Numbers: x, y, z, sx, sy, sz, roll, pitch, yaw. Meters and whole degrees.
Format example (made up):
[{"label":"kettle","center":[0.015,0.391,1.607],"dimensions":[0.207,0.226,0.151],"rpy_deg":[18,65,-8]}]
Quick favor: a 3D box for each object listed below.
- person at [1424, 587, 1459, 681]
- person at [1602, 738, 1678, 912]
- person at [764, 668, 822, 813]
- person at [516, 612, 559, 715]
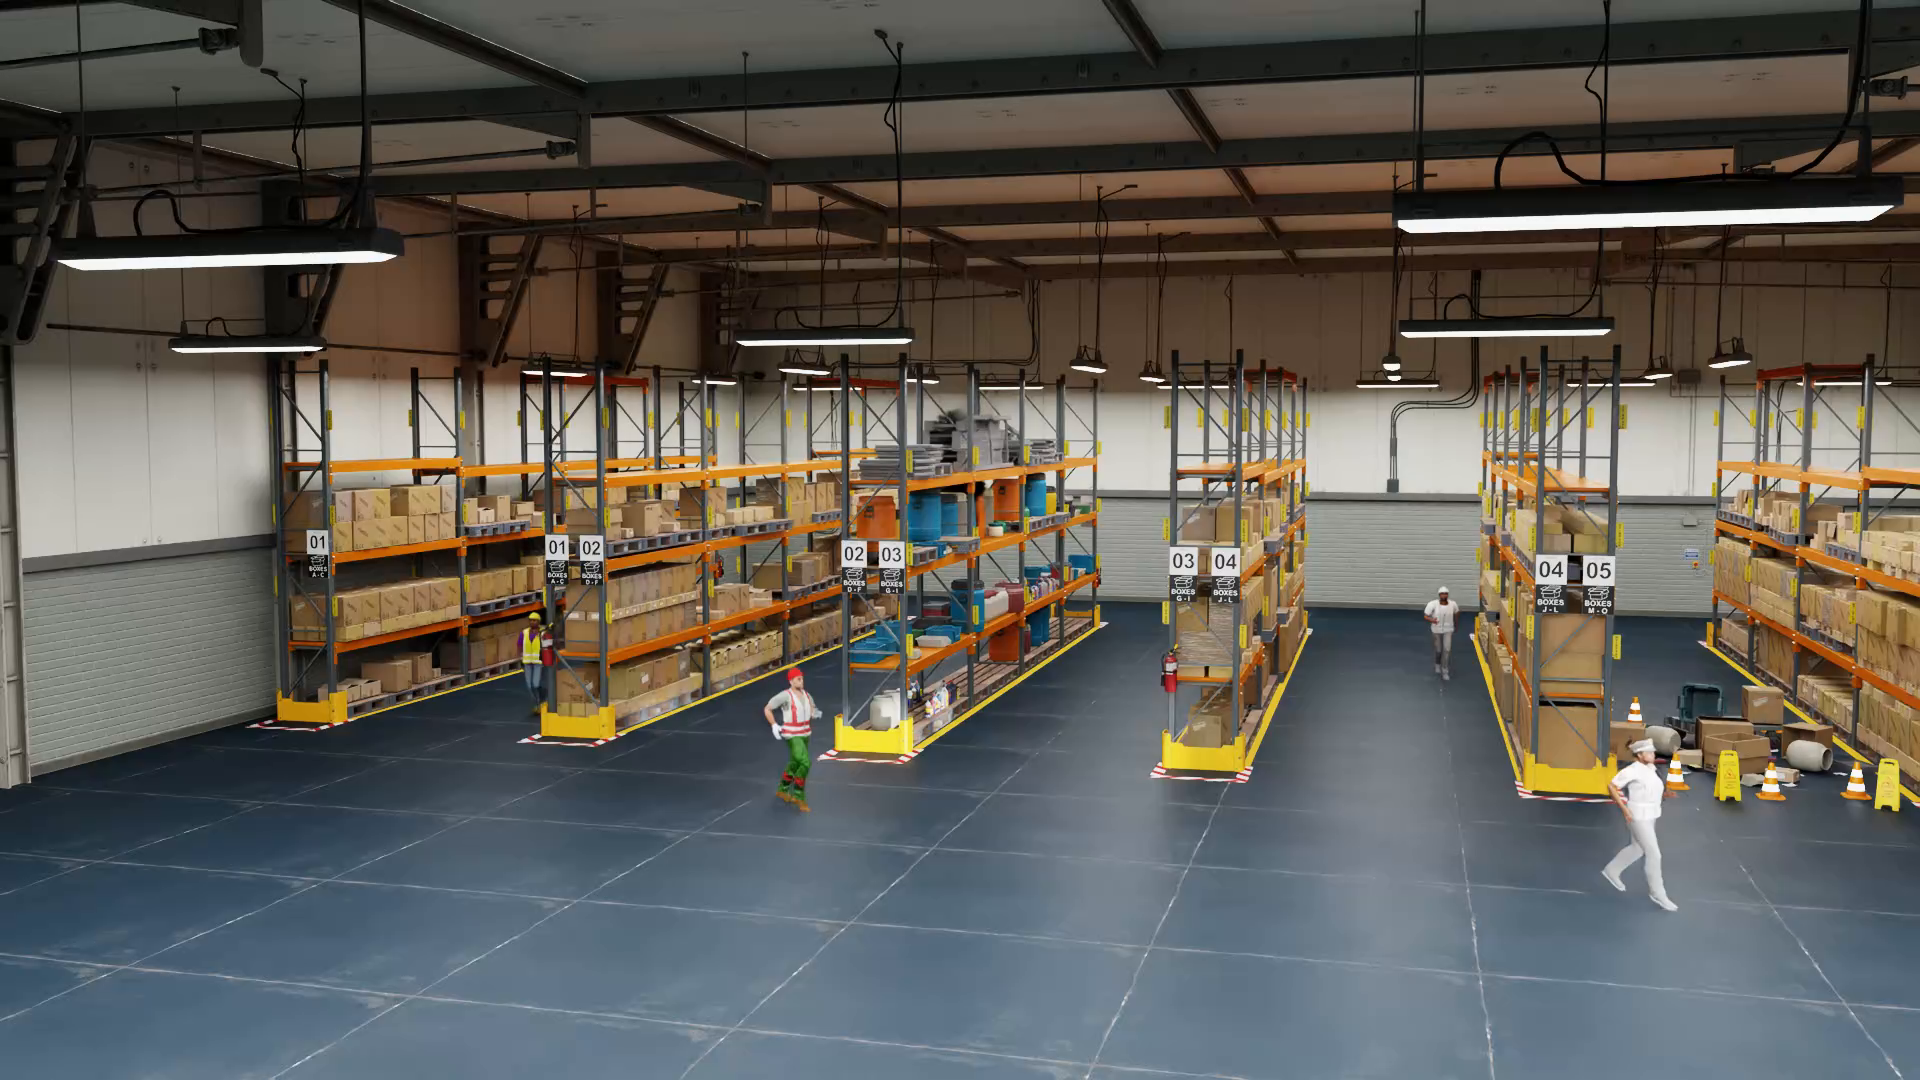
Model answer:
[{"label":"person","center":[9.355,1.791,32.308],"dimensions":[0.687,1.784,0.902],"rpy_deg":[1,4,12]},{"label":"person","center":[7.065,2.899,17.252],"dimensions":[0.562,1.721,0.885],"rpy_deg":[-4,5,-41]},{"label":"person","center":[-2.109,2.568,21.419],"dimensions":[0.774,1.846,0.643],"rpy_deg":[3,5,33]},{"label":"person","center":[-7.208,2.104,28.156],"dimensions":[0.680,1.750,0.626],"rpy_deg":[1,4,8]}]
